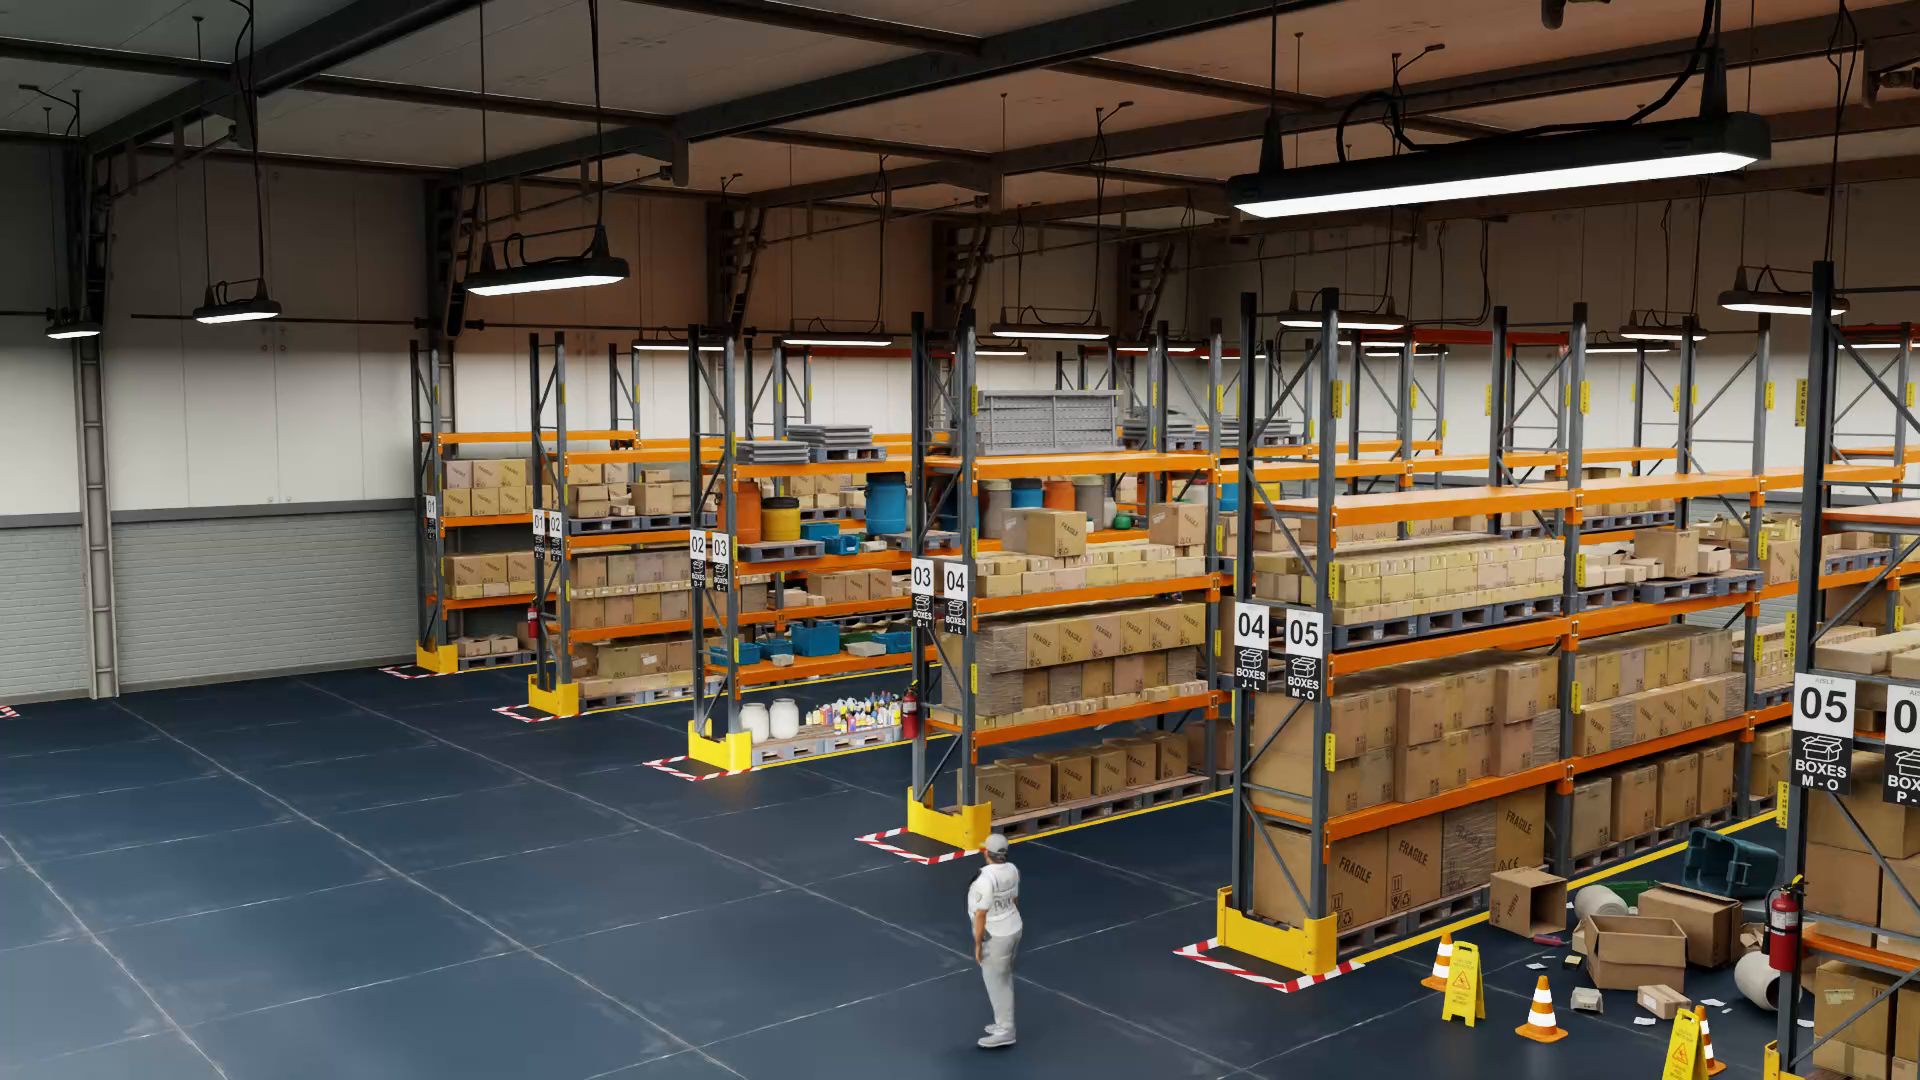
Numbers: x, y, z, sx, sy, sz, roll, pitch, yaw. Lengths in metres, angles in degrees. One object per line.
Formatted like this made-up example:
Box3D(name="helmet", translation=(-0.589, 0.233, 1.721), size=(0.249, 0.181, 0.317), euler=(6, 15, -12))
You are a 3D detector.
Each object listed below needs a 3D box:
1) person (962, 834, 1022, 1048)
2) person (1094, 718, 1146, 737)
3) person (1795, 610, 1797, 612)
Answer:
Box3D(name="person", translation=(0.260, 3.138, 13.113), size=(0.431, 1.692, 0.559), euler=(2, 6, 21))
Box3D(name="person", translation=(2.329, 2.080, 23.906), size=(0.852, 1.661, 0.493), euler=(-4, 6, -34))
Box3D(name="person", translation=(14.207, 1.747, 27.954), size=(0.988, 1.667, 0.614), euler=(-5, 7, -42))
